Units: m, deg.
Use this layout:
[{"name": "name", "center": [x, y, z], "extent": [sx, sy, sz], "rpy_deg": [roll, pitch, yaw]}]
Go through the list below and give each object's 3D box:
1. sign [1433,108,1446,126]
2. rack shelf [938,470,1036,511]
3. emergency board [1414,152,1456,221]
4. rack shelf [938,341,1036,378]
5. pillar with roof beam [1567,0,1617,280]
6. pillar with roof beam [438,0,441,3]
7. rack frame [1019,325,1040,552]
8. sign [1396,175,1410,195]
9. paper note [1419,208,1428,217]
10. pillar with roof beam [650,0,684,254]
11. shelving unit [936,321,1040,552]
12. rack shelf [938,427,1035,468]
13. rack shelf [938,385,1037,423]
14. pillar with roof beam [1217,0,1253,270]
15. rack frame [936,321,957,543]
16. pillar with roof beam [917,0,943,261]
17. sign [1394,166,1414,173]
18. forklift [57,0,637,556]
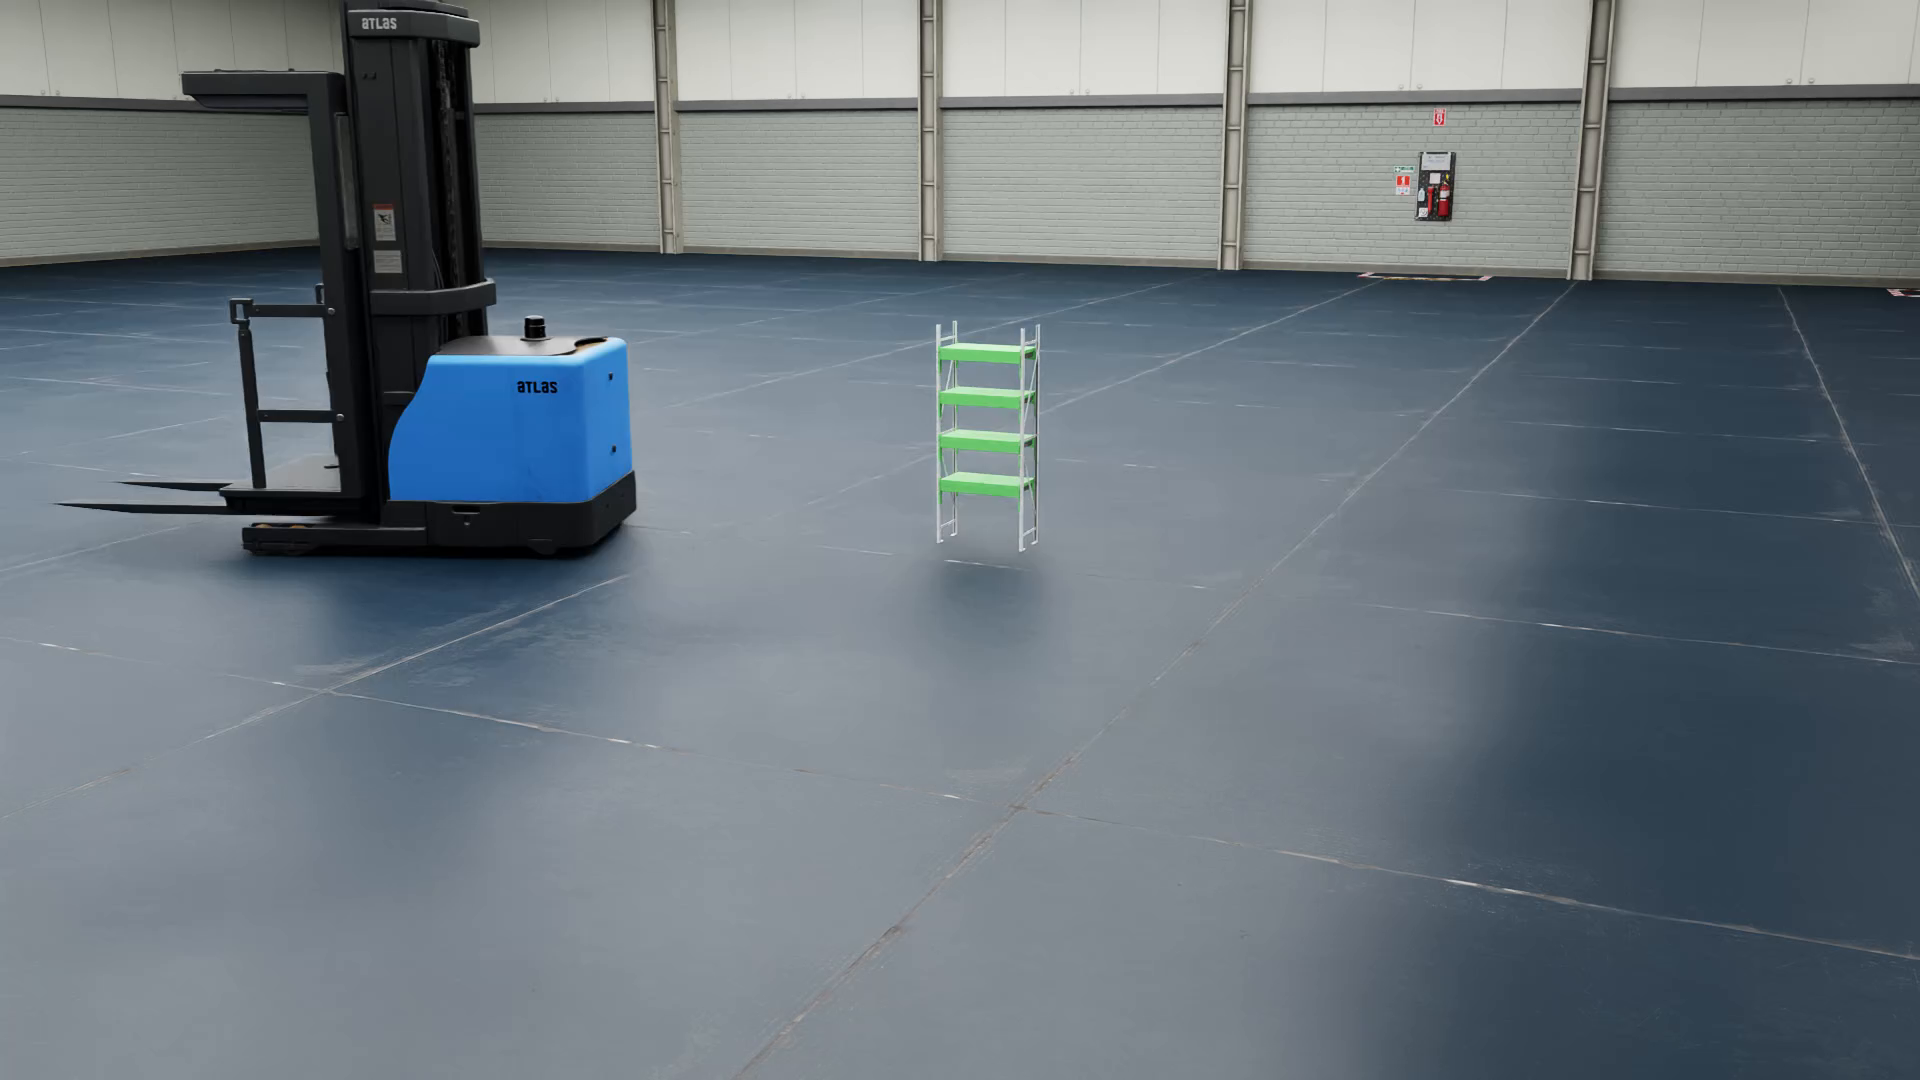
[{"name": "sign", "center": [8.191, -7.223, 28.396], "extent": [0.199, 0.298, 0.001], "rpy_deg": [6, 14, 23]}, {"name": "rack shelf", "center": [0.151, -0.273, 9.122], "extent": [0.480, 0.148, 0.258], "rpy_deg": [6, 14, 23]}, {"name": "emergency board", "center": [8.158, -6.073, 28.569], "extent": [0.643, 1.169, 0.194], "rpy_deg": [6, 14, 23]}, {"name": "rack shelf", "center": [0.151, -0.974, 8.957], "extent": [0.480, 0.148, 0.258], "rpy_deg": [6, 14, 23]}, {"name": "pillar with roof beam", "center": [8.658, -7.858, 23.044], "extent": [0.400, 9.000, 9.100], "rpy_deg": [6, 14, 23]}, {"name": "pillar with roof beam", "center": [-13.285, -10.078, 32.507], "extent": [0.400, 9.000, 9.100], "rpy_deg": [6, 14, 23]}, {"name": "rack frame", "center": [0.374, -0.546, 8.956], "extent": [0.015, 1.200, 0.240], "rpy_deg": [6, 14, 23]}, {"name": "sign", "center": [7.694, -6.163, 28.875], "extent": [0.234, 0.329, 0.001], "rpy_deg": [6, 14, 23]}, {"name": "paper note", "center": [8.024, -5.675, 28.801], "extent": [0.142, 0.148, 0.016], "rpy_deg": [6, 14, 23]}, {"name": "pillar with roof beam", "center": [-7.799, -9.523, 30.141], "extent": [0.400, 9.000, 9.100], "rpy_deg": [6, 14, 23]}, {"name": "shelving unit", "center": [0.151, -0.569, 9.052], "extent": [0.503, 1.200, 0.258], "rpy_deg": [6, 14, 23]}, {"name": "rack shelf", "center": [0.151, -0.507, 9.067], "extent": [0.480, 0.148, 0.258], "rpy_deg": [6, 14, 23]}, {"name": "rack shelf", "center": [0.151, -0.740, 9.012], "extent": [0.480, 0.148, 0.258], "rpy_deg": [6, 14, 23]}, {"name": "pillar with roof beam", "center": [3.172, -8.413, 25.410], "extent": [0.400, 9.000, 9.100], "rpy_deg": [6, 14, 23]}, {"name": "rack frame", "center": [-0.072, -0.591, 9.149], "extent": [0.015, 1.200, 0.240], "rpy_deg": [6, 14, 23]}, {"name": "pillar with roof beam", "center": [-2.313, -8.968, 27.775], "extent": [0.400, 9.000, 9.100], "rpy_deg": [6, 14, 23]}, {"name": "sign", "center": [7.695, -6.419, 28.805], "extent": [0.331, 0.109, 0.001], "rpy_deg": [6, 14, 23]}, {"name": "forklift", "center": [-3.427, -1.460, 9.062], "extent": [3.031, 2.935, 1.130], "rpy_deg": [1, 13, 4]}]
